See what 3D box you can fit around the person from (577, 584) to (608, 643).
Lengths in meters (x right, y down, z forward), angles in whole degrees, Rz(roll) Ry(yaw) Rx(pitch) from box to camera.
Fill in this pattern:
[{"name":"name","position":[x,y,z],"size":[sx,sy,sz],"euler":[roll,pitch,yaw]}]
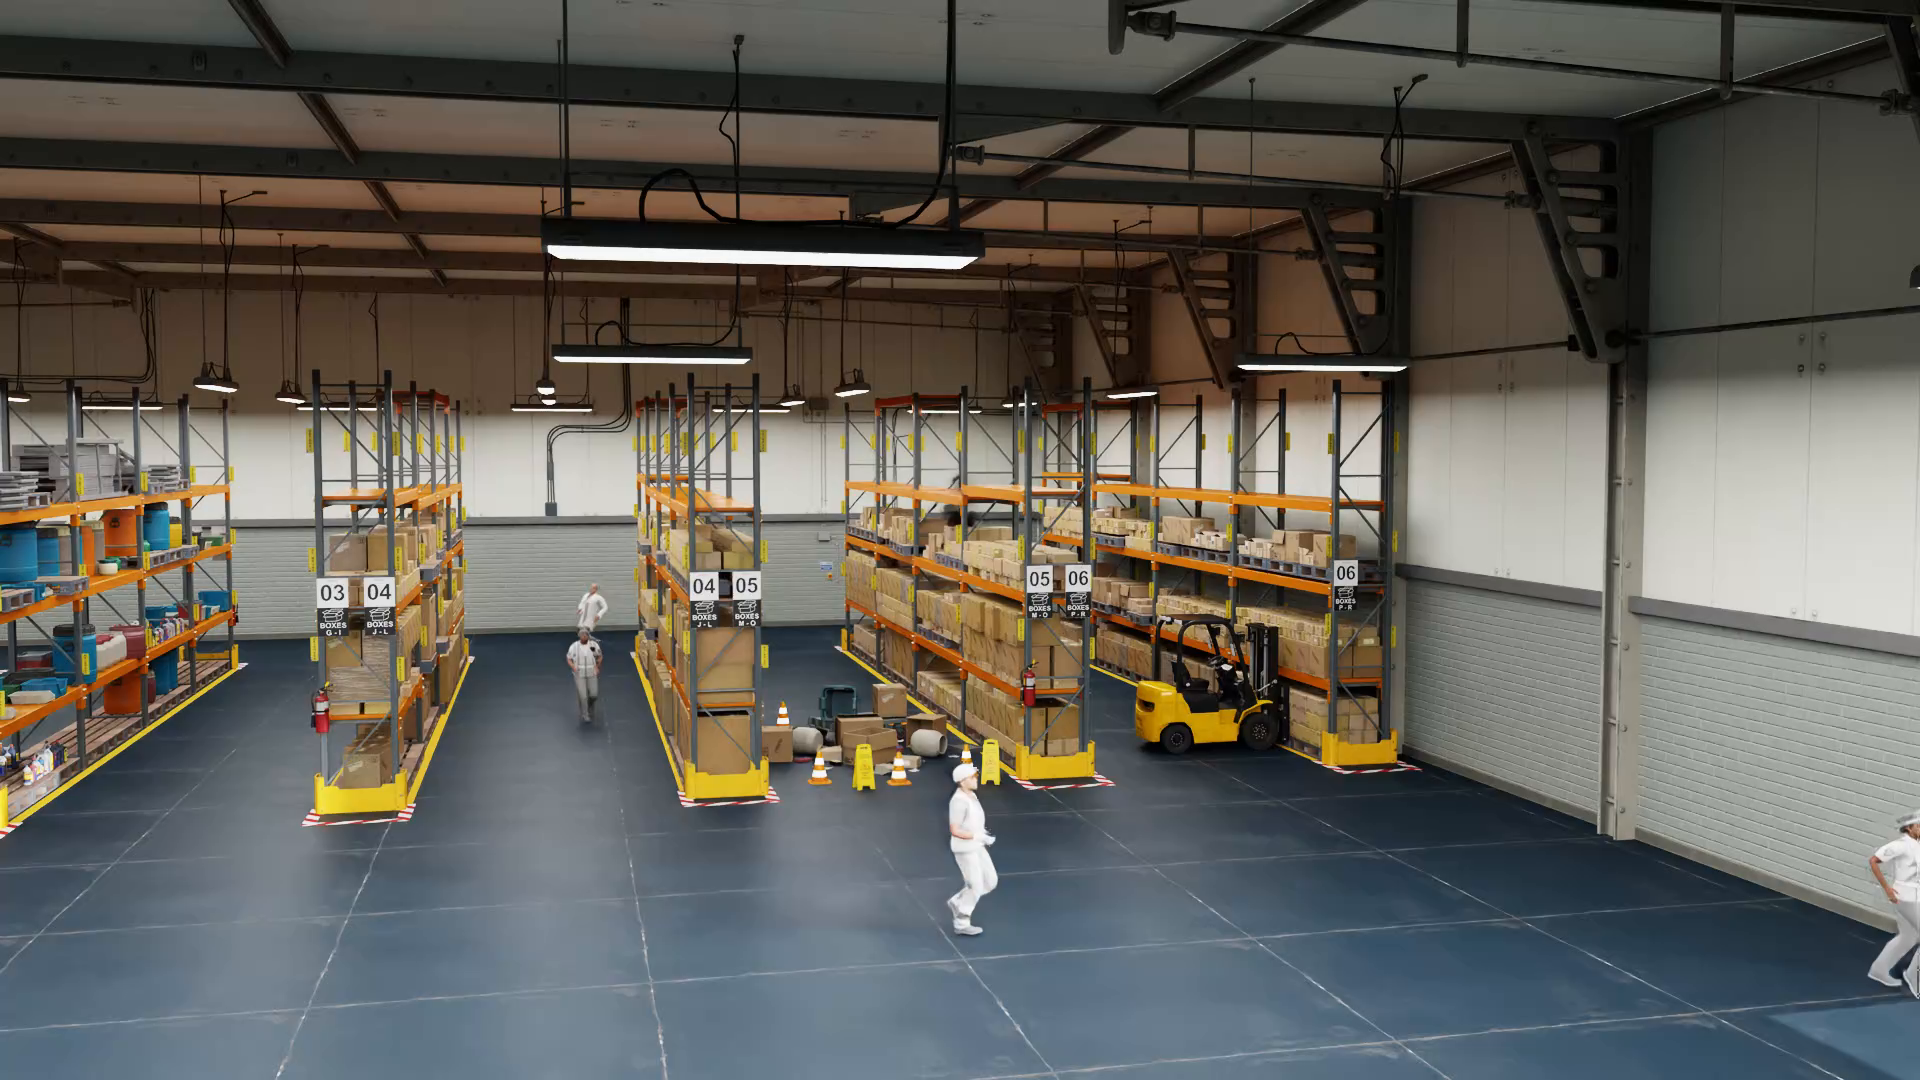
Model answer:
[{"name":"person","position":[-8.687,1.890,39.069],"size":[0.782,1.726,0.837],"euler":[2,4,31]}]

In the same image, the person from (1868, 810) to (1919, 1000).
[{"name":"person","position":[8.659,3.298,15.131],"size":[0.576,1.717,0.654],"euler":[-3,4,-42]}]

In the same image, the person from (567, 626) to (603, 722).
[{"name":"person","position":[-6.735,2.407,29.899],"size":[0.640,1.731,0.596],"euler":[-1,3,-18]}]

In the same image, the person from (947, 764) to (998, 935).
[{"name":"person","position":[0.126,3.147,16.921],"size":[0.598,1.740,0.648],"euler":[1,3,17]}]
